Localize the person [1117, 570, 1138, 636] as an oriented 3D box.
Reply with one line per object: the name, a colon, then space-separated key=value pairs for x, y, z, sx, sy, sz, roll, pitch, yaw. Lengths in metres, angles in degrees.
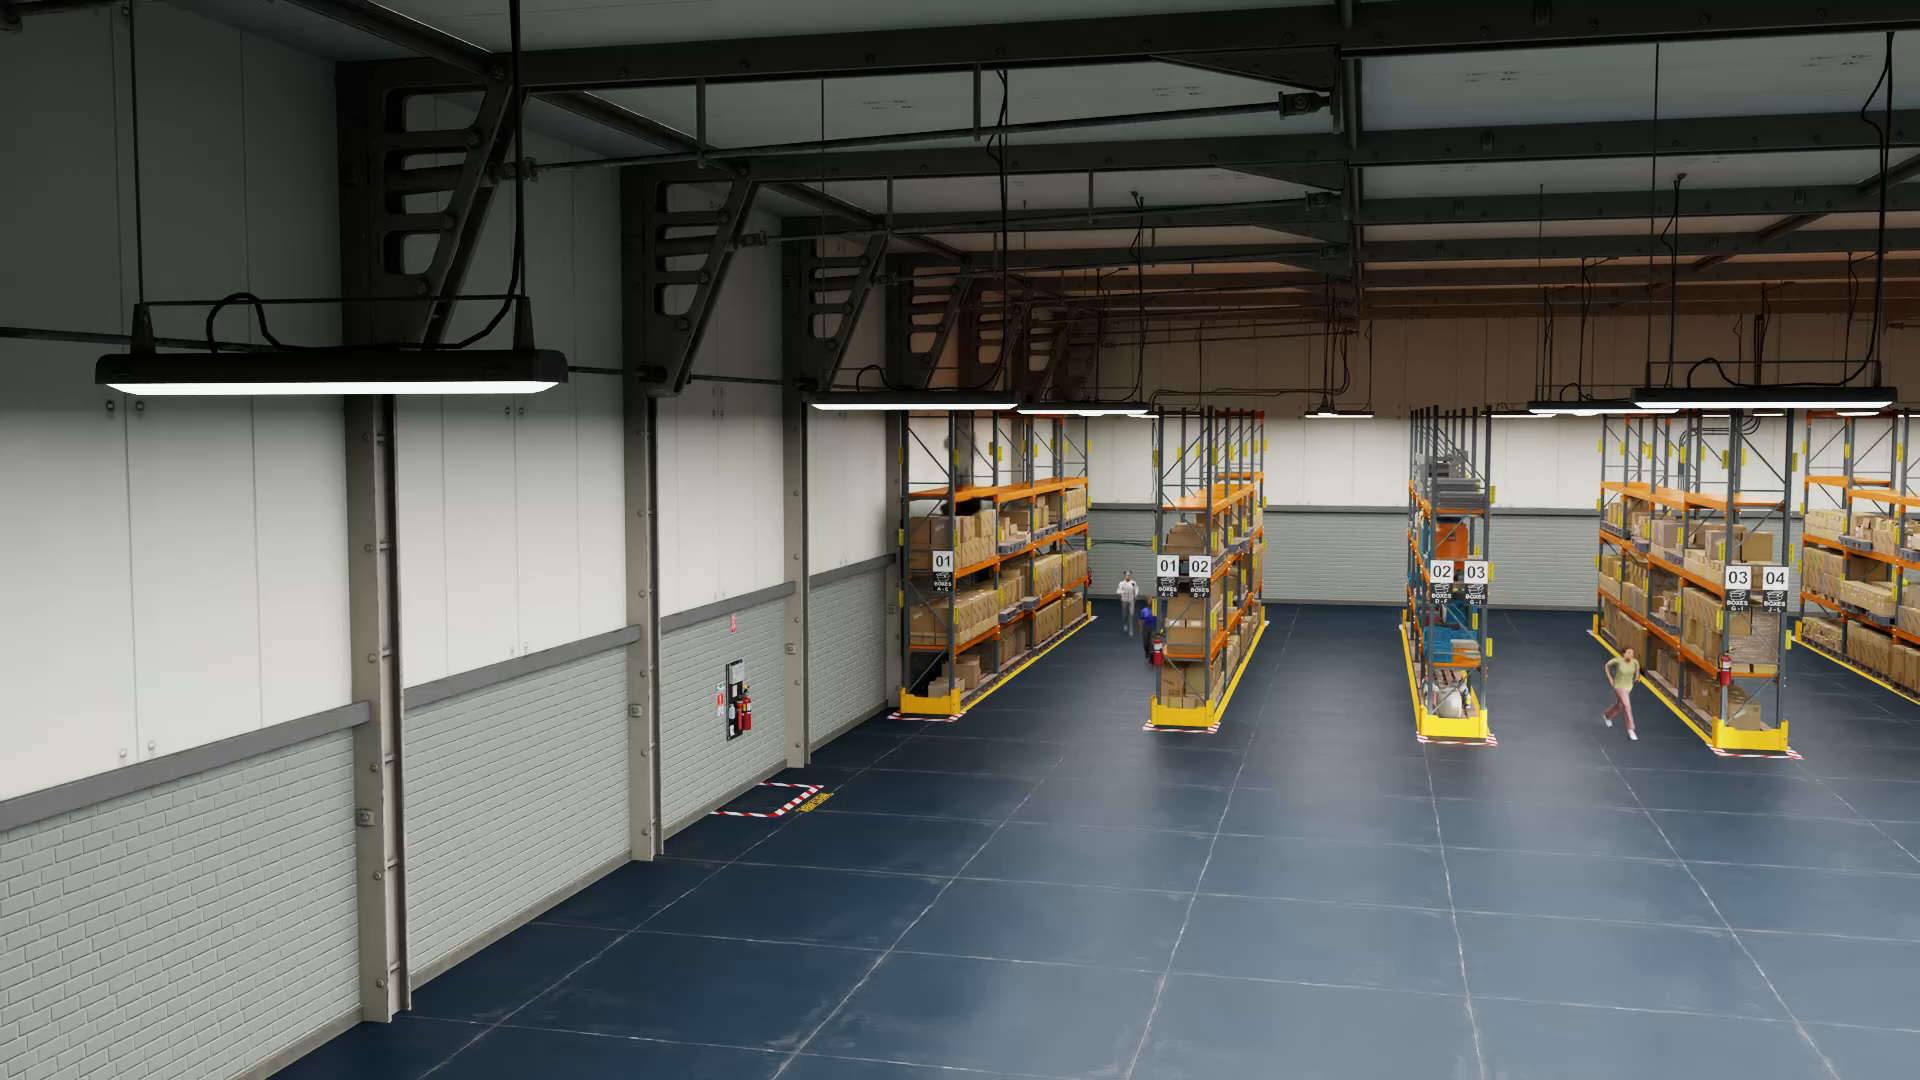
person: x=4.493 y=1.672 z=44.533 sx=0.605 sy=1.727 sz=0.820 roll=0 pitch=4 yaw=1

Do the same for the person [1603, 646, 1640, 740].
person: x=12.060 y=2.730 z=30.310 sx=0.581 sy=1.666 sz=1.071 roll=-1 pitch=4 yaw=-12

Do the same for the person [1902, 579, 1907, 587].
person: x=23.772 y=1.844 z=41.994 sx=0.703 sy=1.735 sz=0.734 roll=0 pitch=4 yaw=-3

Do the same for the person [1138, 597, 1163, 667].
person: x=4.457 y=2.147 z=38.863 sx=0.585 sy=1.610 sz=0.604 roll=1 pitch=4 yaw=9
